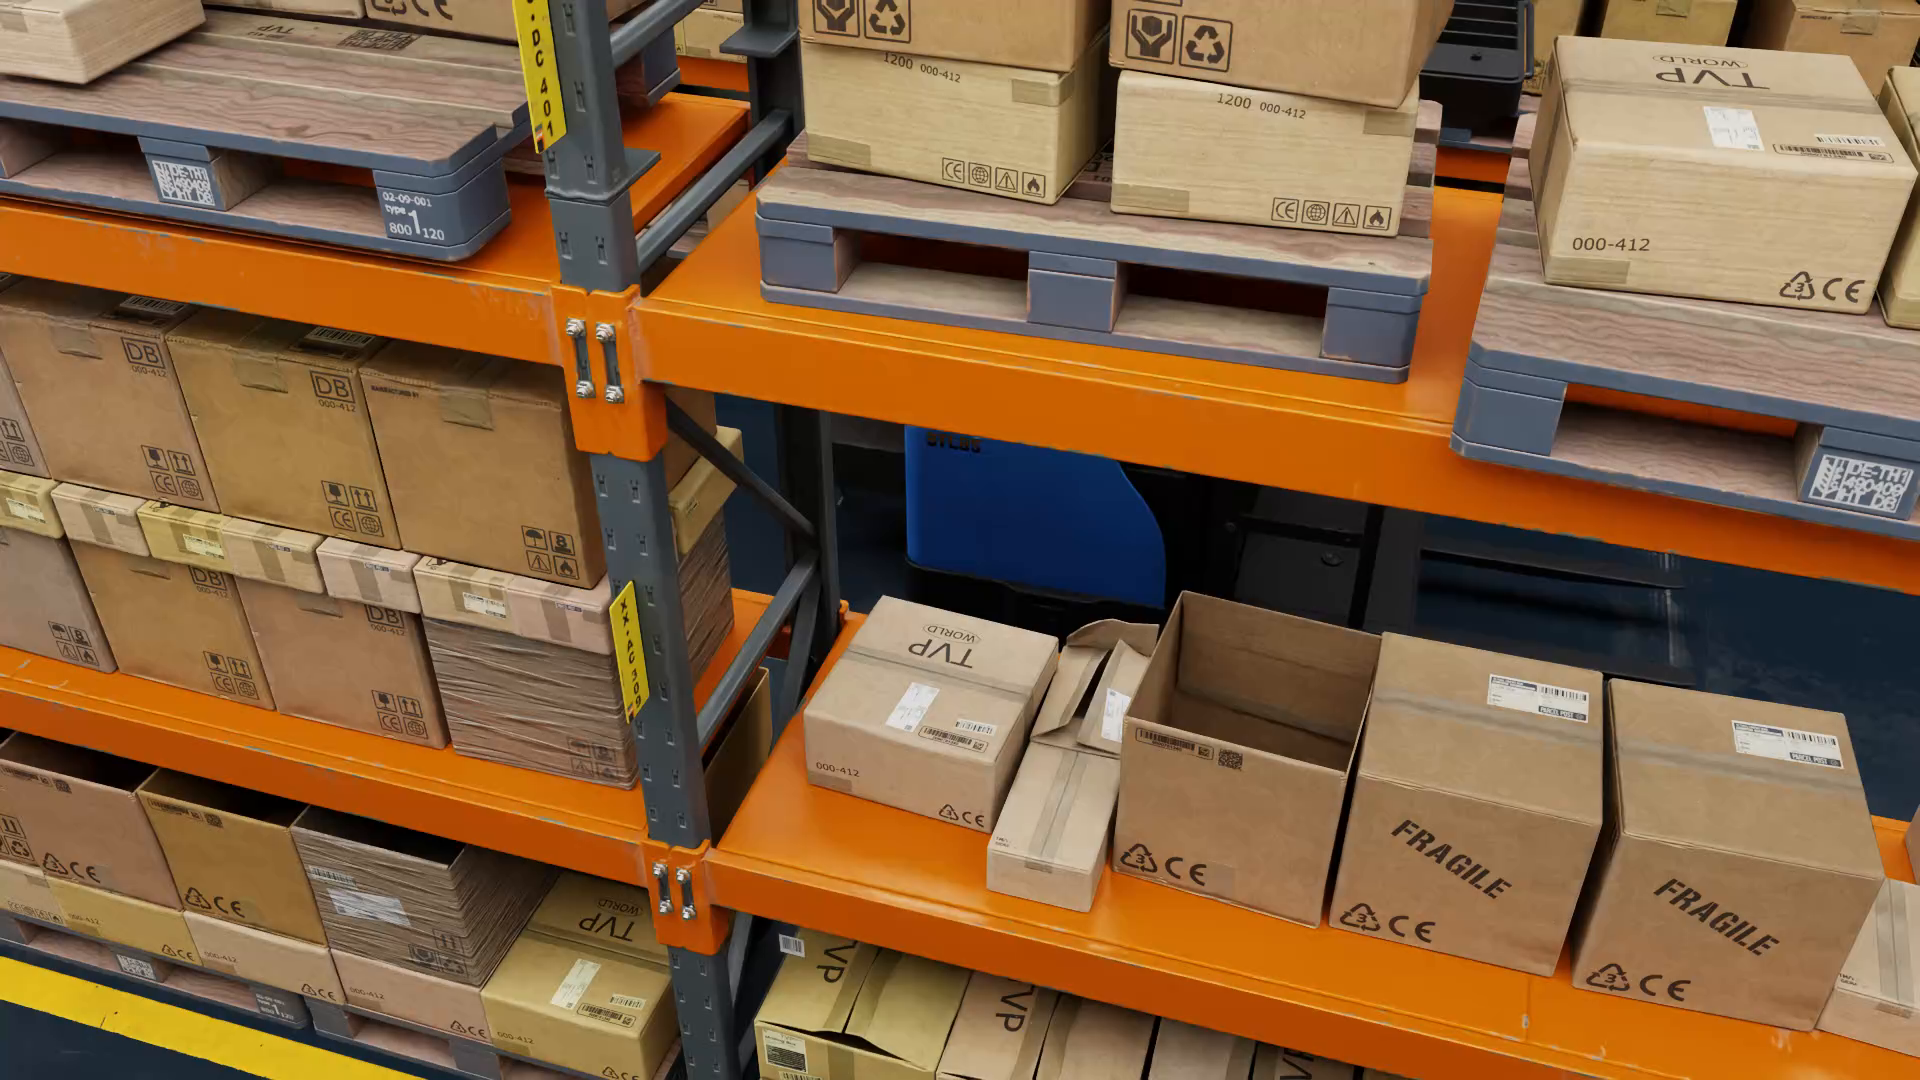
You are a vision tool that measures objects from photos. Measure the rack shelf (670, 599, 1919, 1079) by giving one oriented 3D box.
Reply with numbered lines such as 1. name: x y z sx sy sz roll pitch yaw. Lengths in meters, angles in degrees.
1. rack shelf: 1.361 0.955 4.030 4.000 0.370 1.077 10 38 14

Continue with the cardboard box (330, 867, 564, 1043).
1. cardboard box: -1.530 1.197 5.058 0.500 0.250 0.500 10 38 14

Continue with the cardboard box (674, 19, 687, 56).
1. cardboard box: -1.537 -2.704 8.503 0.500 0.250 0.500 10 38 13

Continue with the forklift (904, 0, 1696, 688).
1. forklift: 1.351 -0.893 5.991 3.031 2.935 1.130 9 37 12

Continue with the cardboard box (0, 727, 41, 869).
1. cardboard box: -2.962 0.630 5.197 0.500 0.500 0.500 10 38 14

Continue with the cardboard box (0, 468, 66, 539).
1. cardboard box: -2.337 -0.188 4.343 0.250 0.149 0.380 12 38 15

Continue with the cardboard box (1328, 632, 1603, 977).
1. cardboard box: 1.161 0.598 3.823 0.500 0.500 0.500 11 38 14

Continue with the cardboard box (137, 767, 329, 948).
1. cardboard box: -2.008 0.808 4.954 0.500 0.500 0.500 10 38 14

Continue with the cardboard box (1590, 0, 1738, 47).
1. cardboard box: 3.096 -2.288 7.372 0.500 0.500 0.700 10 38 14

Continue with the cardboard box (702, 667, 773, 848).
1. cardboard box: -0.897 0.688 5.117 0.500 0.500 0.500 10 38 14

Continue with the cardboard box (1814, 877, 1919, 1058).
1. cardboard box: 2.036 0.926 3.673 0.250 0.149 0.380 13 38 17

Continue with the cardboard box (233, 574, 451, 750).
1. cardboard box: -1.479 0.107 4.490 0.500 0.500 0.700 10 38 13

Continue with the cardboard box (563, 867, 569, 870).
1. cardboard box: -1.376 0.905 5.456 0.500 0.250 0.500 10 38 14

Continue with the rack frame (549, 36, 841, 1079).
1. rack frame: -0.548 0.311 4.297 0.127 3.000 1.000 10 38 14

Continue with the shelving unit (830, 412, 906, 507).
1. shelving unit: -0.340 -0.894 6.693 0.503 2.100 0.431 9 37 12

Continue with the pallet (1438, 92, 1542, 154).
1. pallet: 2.842 -2.035 7.646 1.213 0.211 1.003 10 38 14

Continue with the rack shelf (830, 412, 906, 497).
1. rack shelf: -0.340 -0.319 7.117 0.480 0.518 0.431 9 37 12

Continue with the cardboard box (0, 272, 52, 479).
1. cardboard box: -2.411 -0.592 4.346 0.500 0.500 0.700 11 38 14

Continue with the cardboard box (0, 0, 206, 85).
1. cardboard box: -1.781 -1.080 3.395 0.250 0.149 0.380 10 38 14

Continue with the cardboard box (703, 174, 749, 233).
1. cardboard box: -1.030 -1.938 9.090 0.500 0.500 0.700 8 37 11

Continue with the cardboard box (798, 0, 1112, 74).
1. cardboard box: 0.029 -1.176 2.927 0.500 0.500 0.500 11 38 14

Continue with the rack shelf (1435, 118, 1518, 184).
1. rack shelf: 2.834 -1.849 7.838 4.000 0.370 1.077 10 38 14

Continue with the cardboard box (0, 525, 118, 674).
1. cardboard box: -2.446 -0.074 4.736 0.500 0.500 0.700 12 38 15

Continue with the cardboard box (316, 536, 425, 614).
1. cardboard box: -1.358 -0.007 4.097 0.250 0.149 0.380 9 37 13

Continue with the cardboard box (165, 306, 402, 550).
1. cardboard box: -1.456 -0.415 4.104 0.500 0.500 0.700 10 38 14

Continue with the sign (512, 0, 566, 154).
1. sign: -0.712 -0.823 2.804 0.005 0.325 0.100 10 38 14

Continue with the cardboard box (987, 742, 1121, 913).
1. cardboard box: 0.237 0.685 4.001 0.250 0.149 0.380 10 38 14

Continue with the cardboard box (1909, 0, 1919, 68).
1. cardboard box: 4.292 -2.080 7.090 0.500 0.500 0.700 6 37 8

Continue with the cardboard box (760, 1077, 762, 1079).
1. cardboard box: -0.237 1.461 4.700 0.500 0.250 0.500 10 37 13

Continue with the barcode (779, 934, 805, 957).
1. barcode: -0.429 1.035 4.241 0.075 0.075 0.001 10 38 14

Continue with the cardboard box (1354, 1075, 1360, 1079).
1. cardboard box: 1.231 1.733 4.331 0.500 0.250 0.500 11 38 15

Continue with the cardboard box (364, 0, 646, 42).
1. cardboard box: -0.950 -1.401 3.535 0.500 0.500 0.500 14 38 18

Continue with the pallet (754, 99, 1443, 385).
1. pallet: 0.298 -0.671 3.262 1.217 0.209 0.805 9 37 12

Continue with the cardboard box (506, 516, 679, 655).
1. cardboard box: -0.872 0.083 3.975 0.250 0.149 0.380 10 38 14

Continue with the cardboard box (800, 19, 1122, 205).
1. cardboard box: 0.037 -0.891 3.172 0.500 0.250 0.500 14 39 19

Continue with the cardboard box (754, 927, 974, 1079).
1. cardboard box: -0.228 1.238 4.530 0.500 0.311 0.500 11 38 14

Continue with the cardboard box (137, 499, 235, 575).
1. cardboard box: -1.842 -0.098 4.221 0.250 0.149 0.380 10 38 14

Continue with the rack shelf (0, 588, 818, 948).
1. rack shelf: -2.457 0.248 4.990 4.000 0.370 1.077 10 38 14

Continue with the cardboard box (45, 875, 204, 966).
1. cardboard box: -2.489 1.029 5.286 0.500 0.250 0.500 10 38 14

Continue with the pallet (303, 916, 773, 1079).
1. pallet: -1.295 1.270 5.346 1.213 0.211 1.003 10 38 14

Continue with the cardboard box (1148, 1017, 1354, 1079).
1. cardboard box: 0.743 1.420 4.283 0.500 0.311 0.500 9 37 12

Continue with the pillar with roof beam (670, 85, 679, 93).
1. pillar with roof beam: -3.250 -3.545 4.475 0.400 9.000 9.100 10 38 14

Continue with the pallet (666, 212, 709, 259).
1. pallet: -0.894 -1.682 9.358 1.213 0.211 1.003 10 38 14

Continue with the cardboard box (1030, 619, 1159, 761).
1. cardboard box: 0.346 0.417 4.266 0.258 0.266 0.396 10 37 13

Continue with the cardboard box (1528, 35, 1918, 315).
1. cardboard box: 1.259 -0.633 2.821 0.500 0.250 0.500 7 37 10
